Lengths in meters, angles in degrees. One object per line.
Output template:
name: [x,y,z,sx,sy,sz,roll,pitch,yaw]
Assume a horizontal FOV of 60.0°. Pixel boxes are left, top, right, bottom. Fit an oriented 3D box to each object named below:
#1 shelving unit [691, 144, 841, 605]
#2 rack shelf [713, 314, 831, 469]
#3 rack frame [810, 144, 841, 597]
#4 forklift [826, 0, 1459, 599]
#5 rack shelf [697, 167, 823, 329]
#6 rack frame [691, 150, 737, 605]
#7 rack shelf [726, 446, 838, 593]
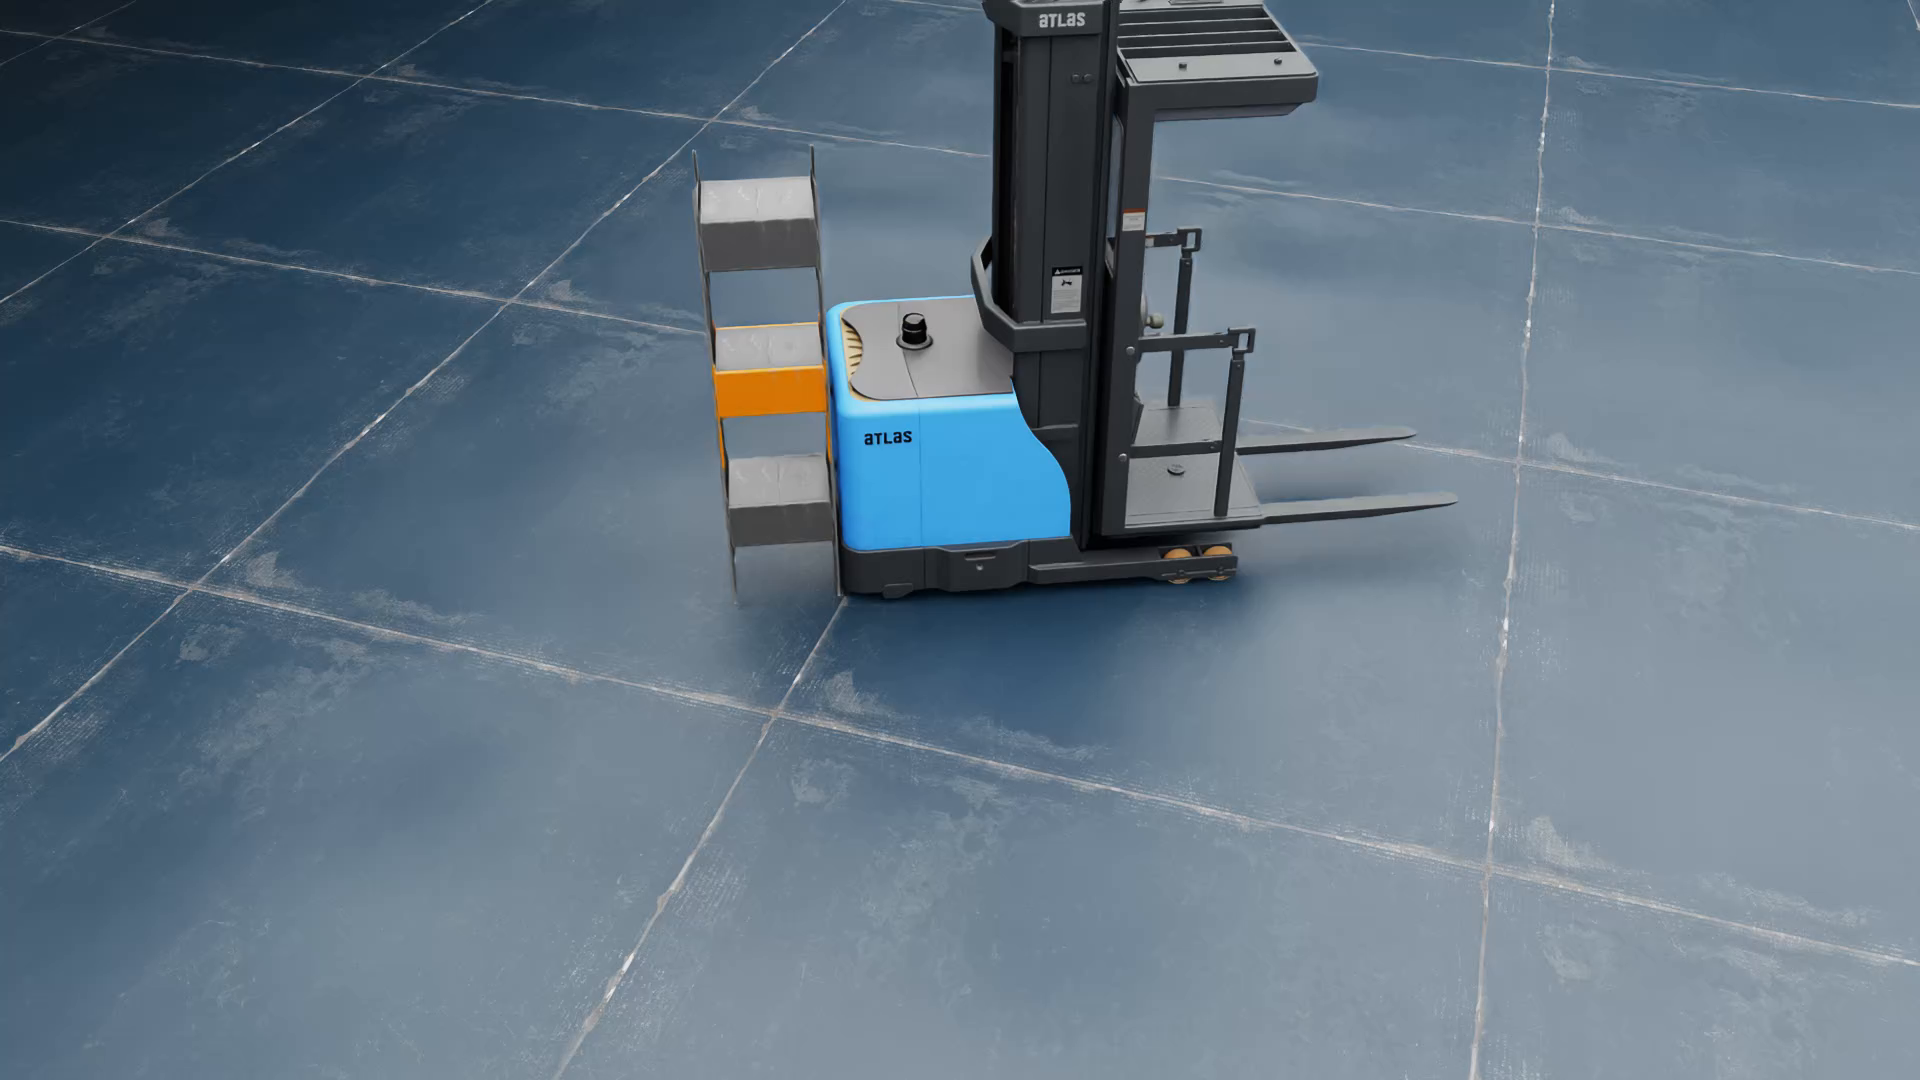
shelving unit: [-0.838,-0.674,7.394,0.503,2.100,0.431,-4,37,-6]
rack shelf: [-0.838,-0.663,7.402,0.480,0.518,0.431,-4,37,-6]
rack frame: [-0.596,-0.691,7.418,0.015,2.100,0.400,-4,37,-6]
forklift: [0.900,-1.280,7.516,3.031,2.935,1.130,-4,37,-6]
rack shelf: [-0.838,-1.227,6.987,0.480,0.518,0.431,-4,37,-6]
rack frame: [-1.080,-0.657,7.371,0.015,2.100,0.400,-4,37,-6]
rack shelf: [-0.838,-0.099,7.817,0.480,0.518,0.431,-4,37,-6]
